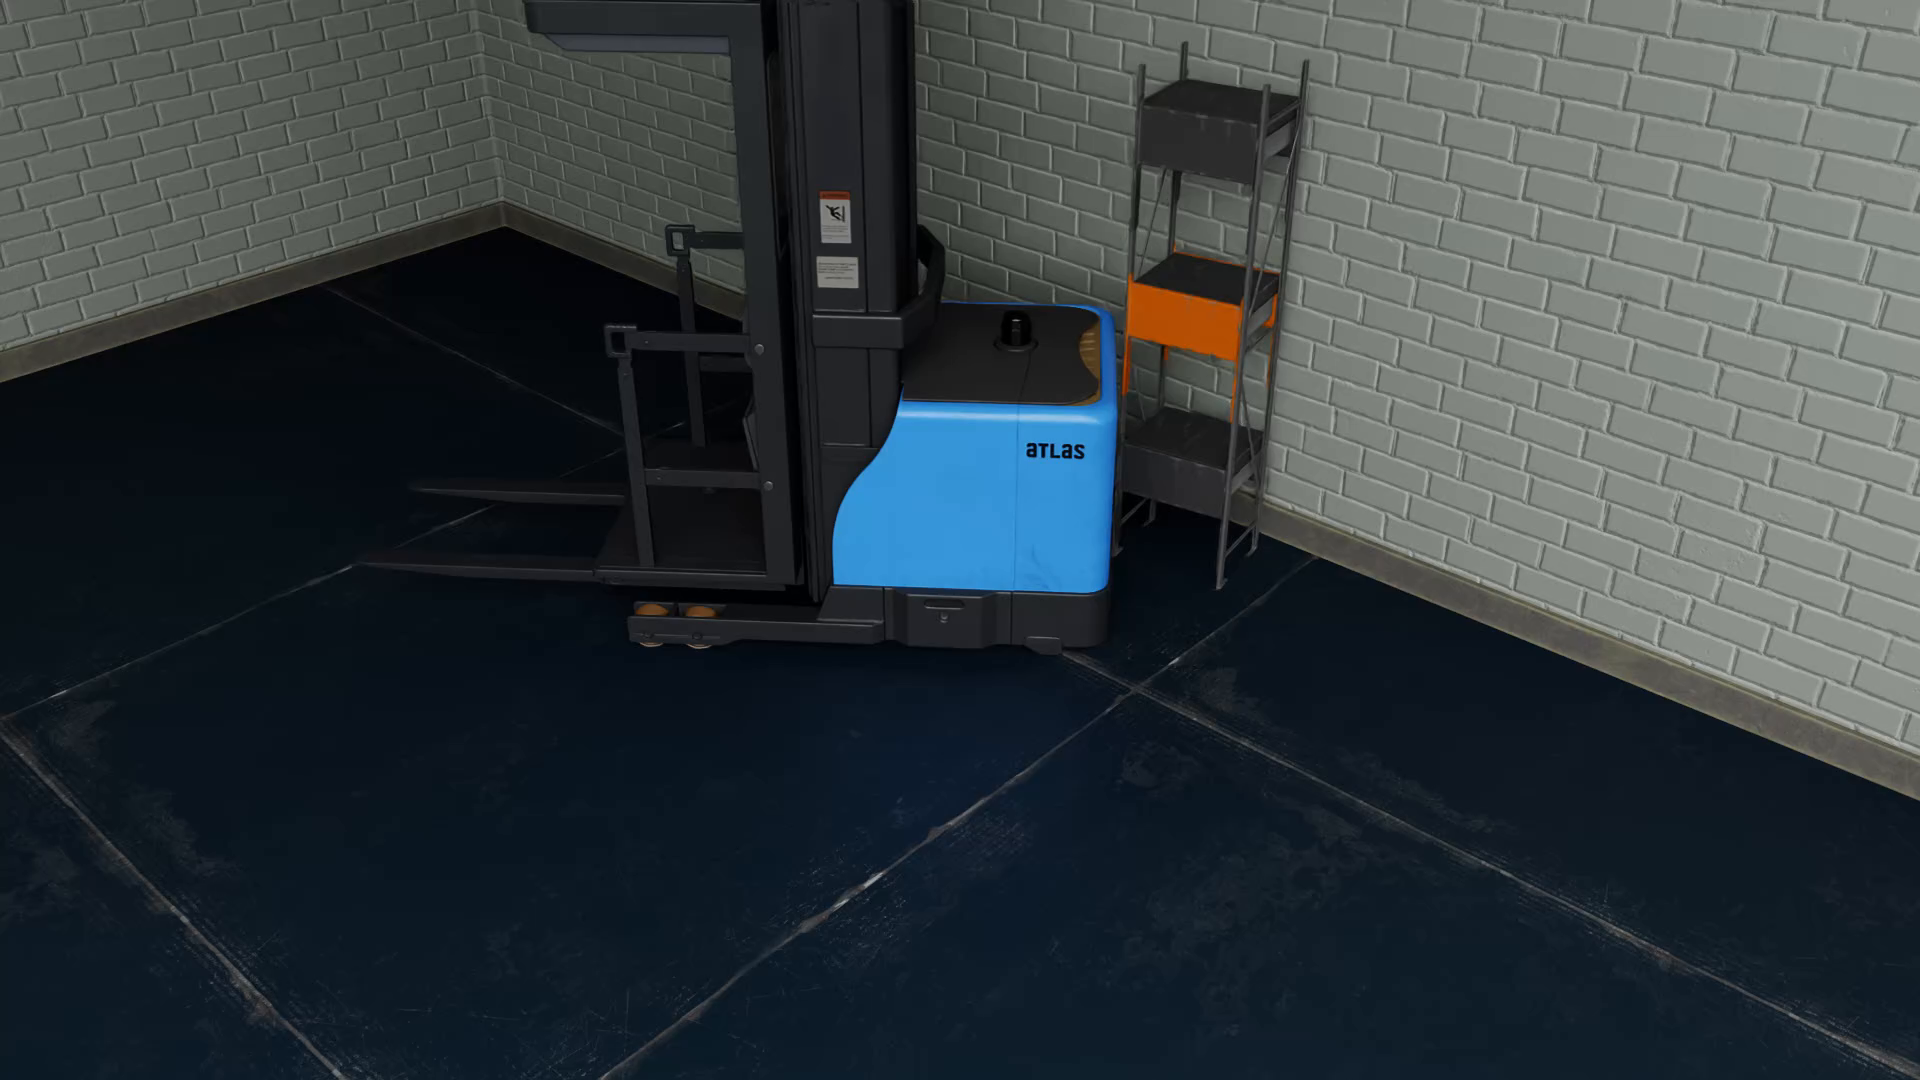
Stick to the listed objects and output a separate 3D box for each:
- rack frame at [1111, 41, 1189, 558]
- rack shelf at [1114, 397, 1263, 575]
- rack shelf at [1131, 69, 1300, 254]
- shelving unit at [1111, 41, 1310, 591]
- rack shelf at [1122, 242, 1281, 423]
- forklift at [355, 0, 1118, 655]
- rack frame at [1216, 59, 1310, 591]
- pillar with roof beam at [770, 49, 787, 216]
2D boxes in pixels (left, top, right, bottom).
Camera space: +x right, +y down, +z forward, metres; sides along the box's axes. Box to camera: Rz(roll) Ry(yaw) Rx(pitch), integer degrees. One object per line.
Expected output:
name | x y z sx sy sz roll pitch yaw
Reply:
rack frame | 0.759 -0.911 6.727 0.015 2.100 0.400 18 35 27
rack shelf | 0.966 -0.233 6.985 0.480 0.518 0.431 18 35 27
rack shelf | 0.966 -1.432 6.263 0.480 0.518 0.431 18 35 27
shelving unit | 0.966 -0.844 6.617 0.503 2.100 0.431 18 35 27
rack shelf | 0.966 -0.833 6.624 0.480 0.518 0.431 18 35 27
forklift | -0.900 -1.097 6.231 3.031 2.935 1.130 2 31 3
rack frame | 1.174 -0.778 6.507 0.015 2.100 0.400 18 35 27
pillar with roof beam | -3.653 -3.132 3.727 0.400 9.000 9.100 25 39 35
